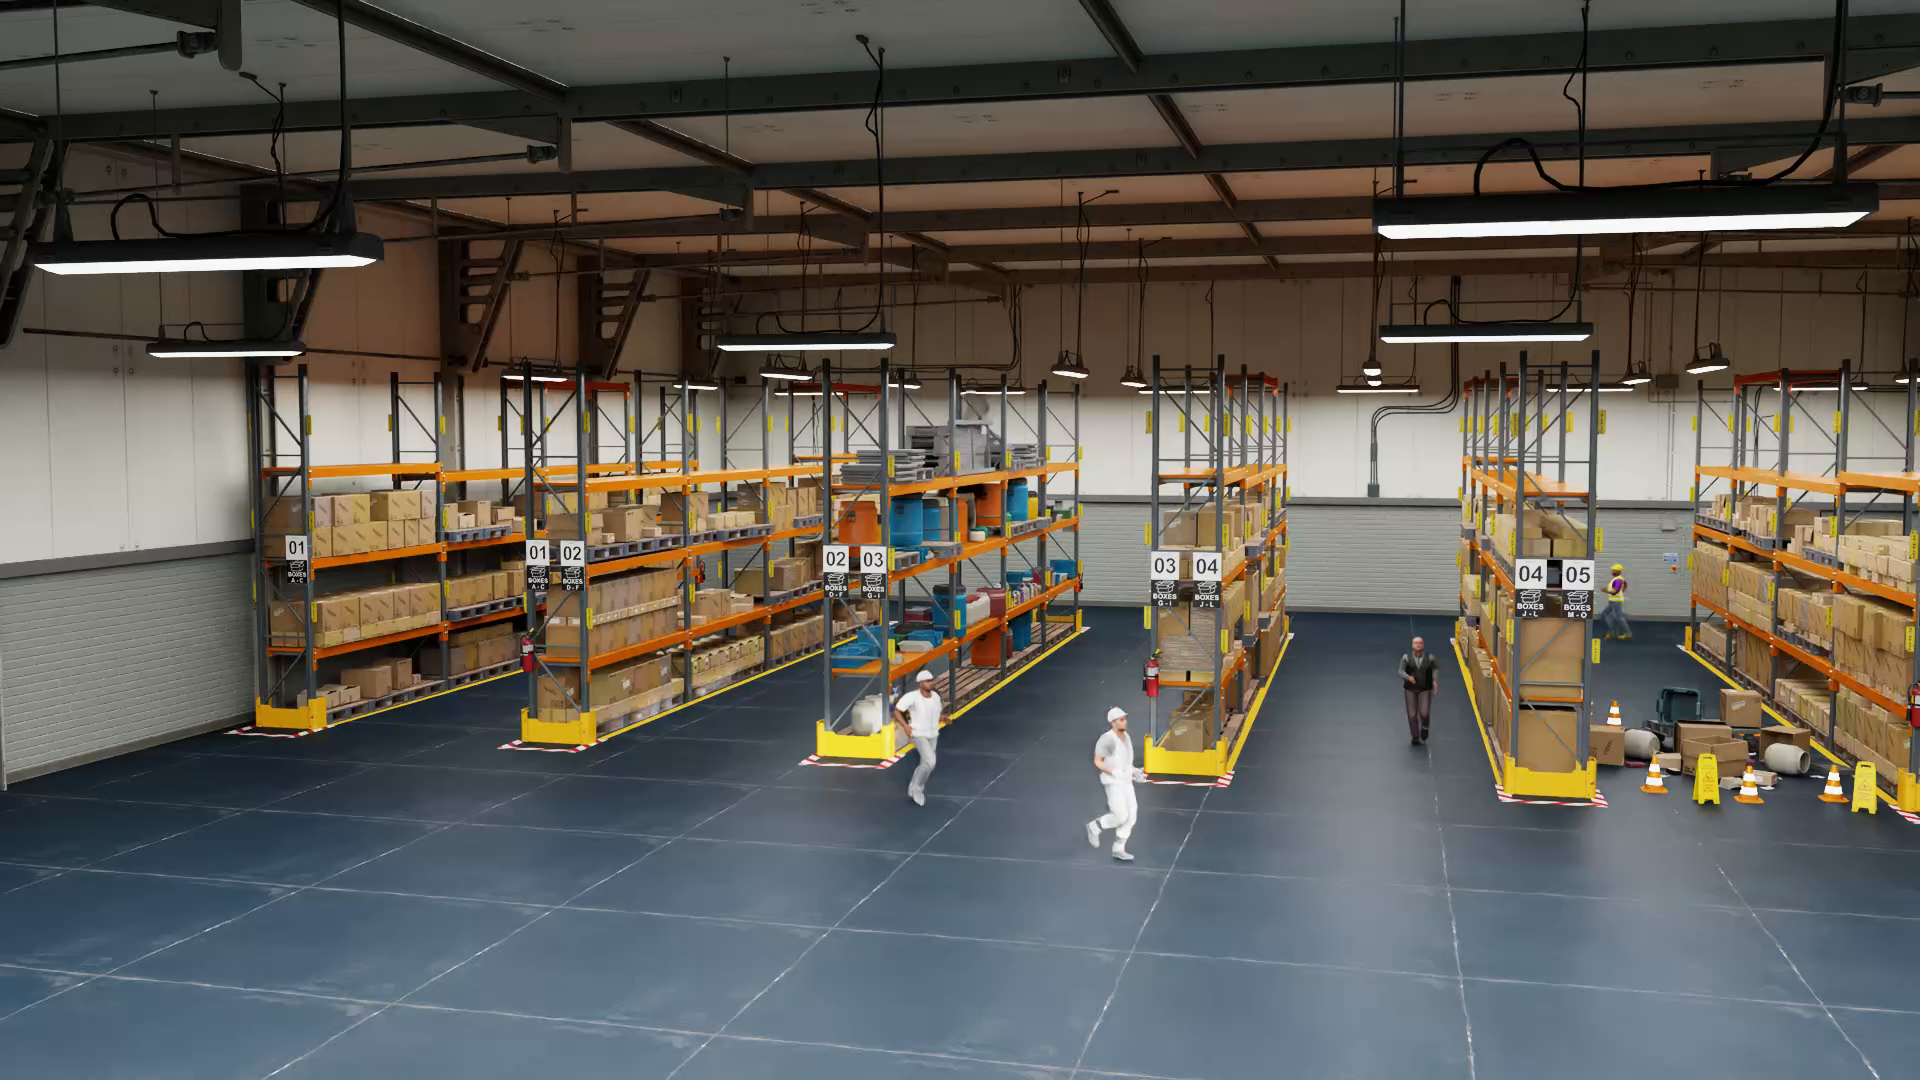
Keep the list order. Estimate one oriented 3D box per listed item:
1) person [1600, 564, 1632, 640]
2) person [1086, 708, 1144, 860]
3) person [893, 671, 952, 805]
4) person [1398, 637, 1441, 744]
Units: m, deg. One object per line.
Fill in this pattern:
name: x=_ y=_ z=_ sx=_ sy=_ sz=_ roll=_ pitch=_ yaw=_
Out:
person: x=15.215 y=1.465 z=38.618 sx=0.747 sy=1.817 sz=0.669 roll=1 pitch=4 yaw=10
person: x=1.787 y=2.803 z=19.232 sx=0.644 sy=1.742 sz=0.651 roll=3 pitch=5 yaw=39
person: x=-0.455 y=2.613 z=22.008 sx=0.700 sy=1.773 sz=0.673 roll=4 pitch=6 yaw=45
person: x=7.167 y=2.365 z=25.985 sx=0.645 sy=1.679 sz=0.592 roll=1 pitch=4 yaw=17
